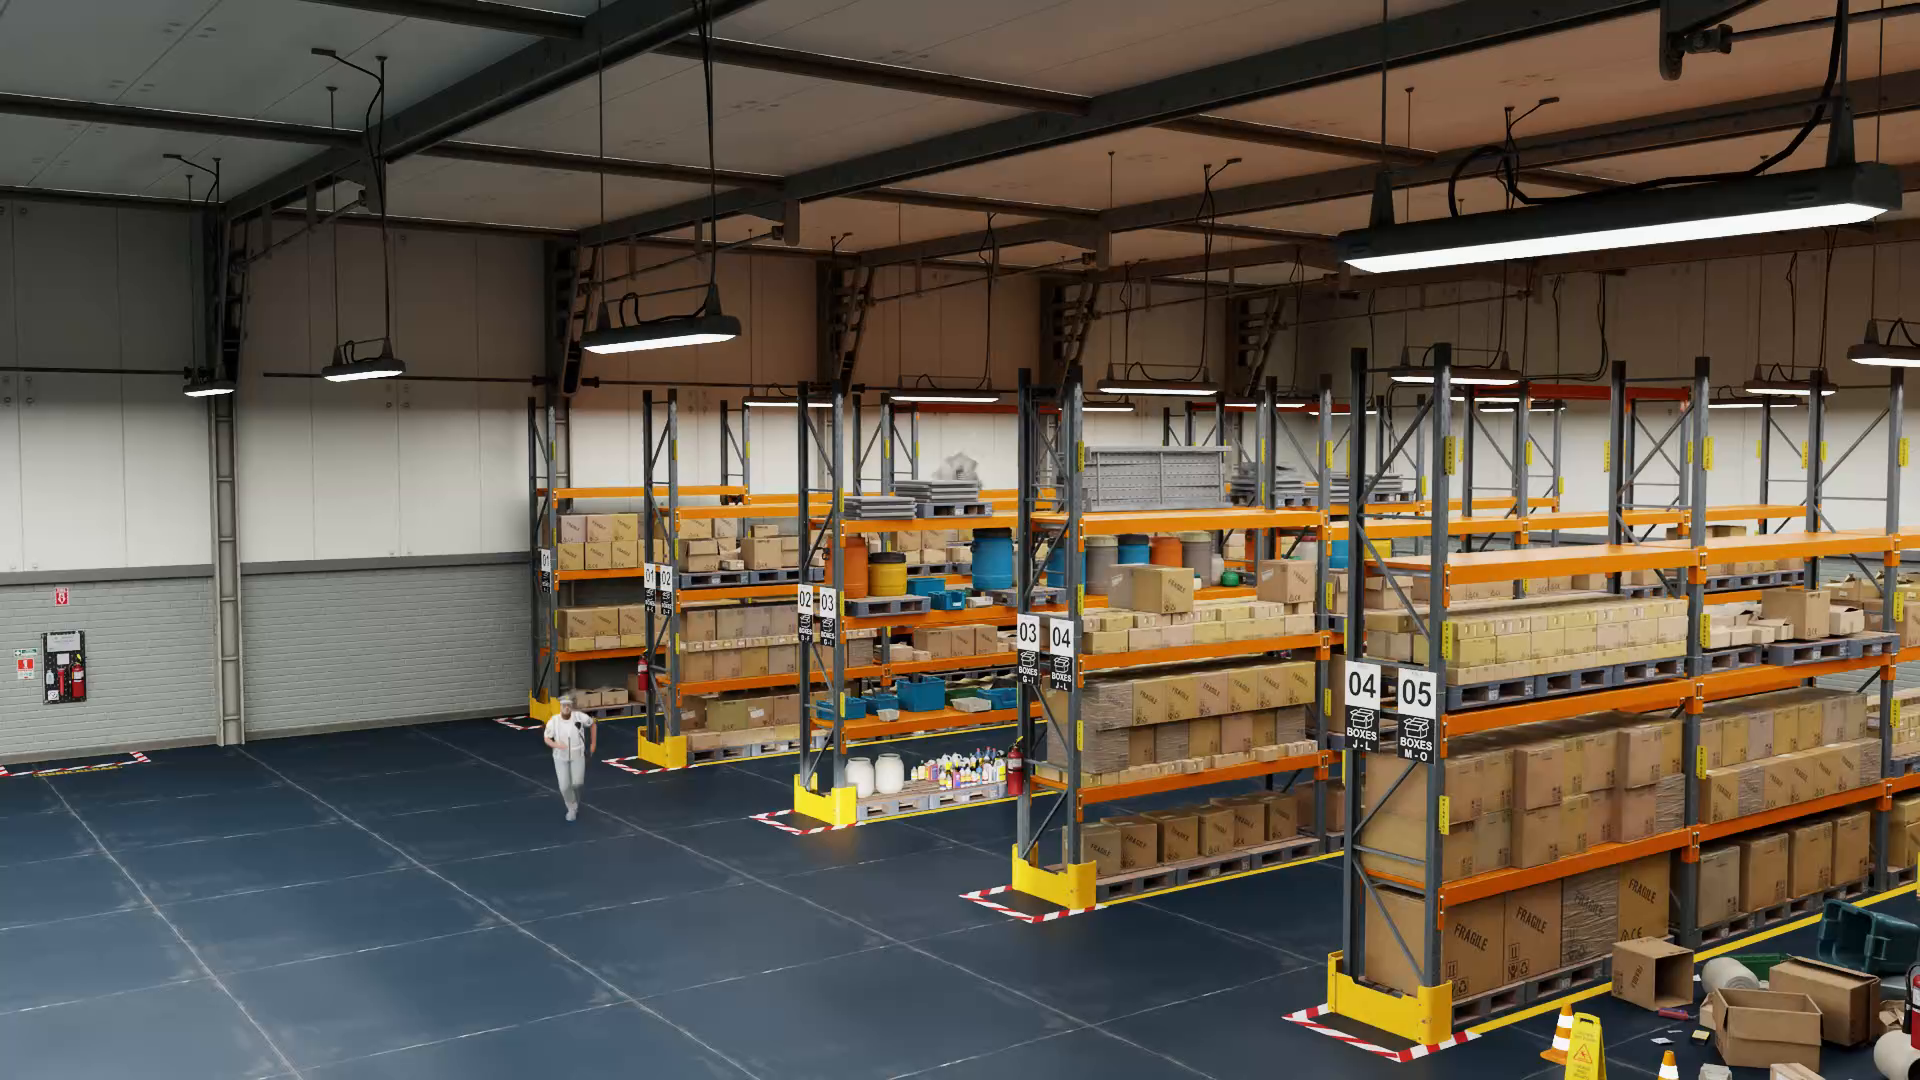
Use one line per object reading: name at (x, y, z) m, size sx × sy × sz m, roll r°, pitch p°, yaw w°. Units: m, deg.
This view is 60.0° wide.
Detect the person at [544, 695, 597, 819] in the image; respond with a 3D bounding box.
person at (-5.305, 2.968, 22.681) m, size 0.707 × 1.727 × 0.650 m, roll -1°, pitch 3°, yaw -15°
